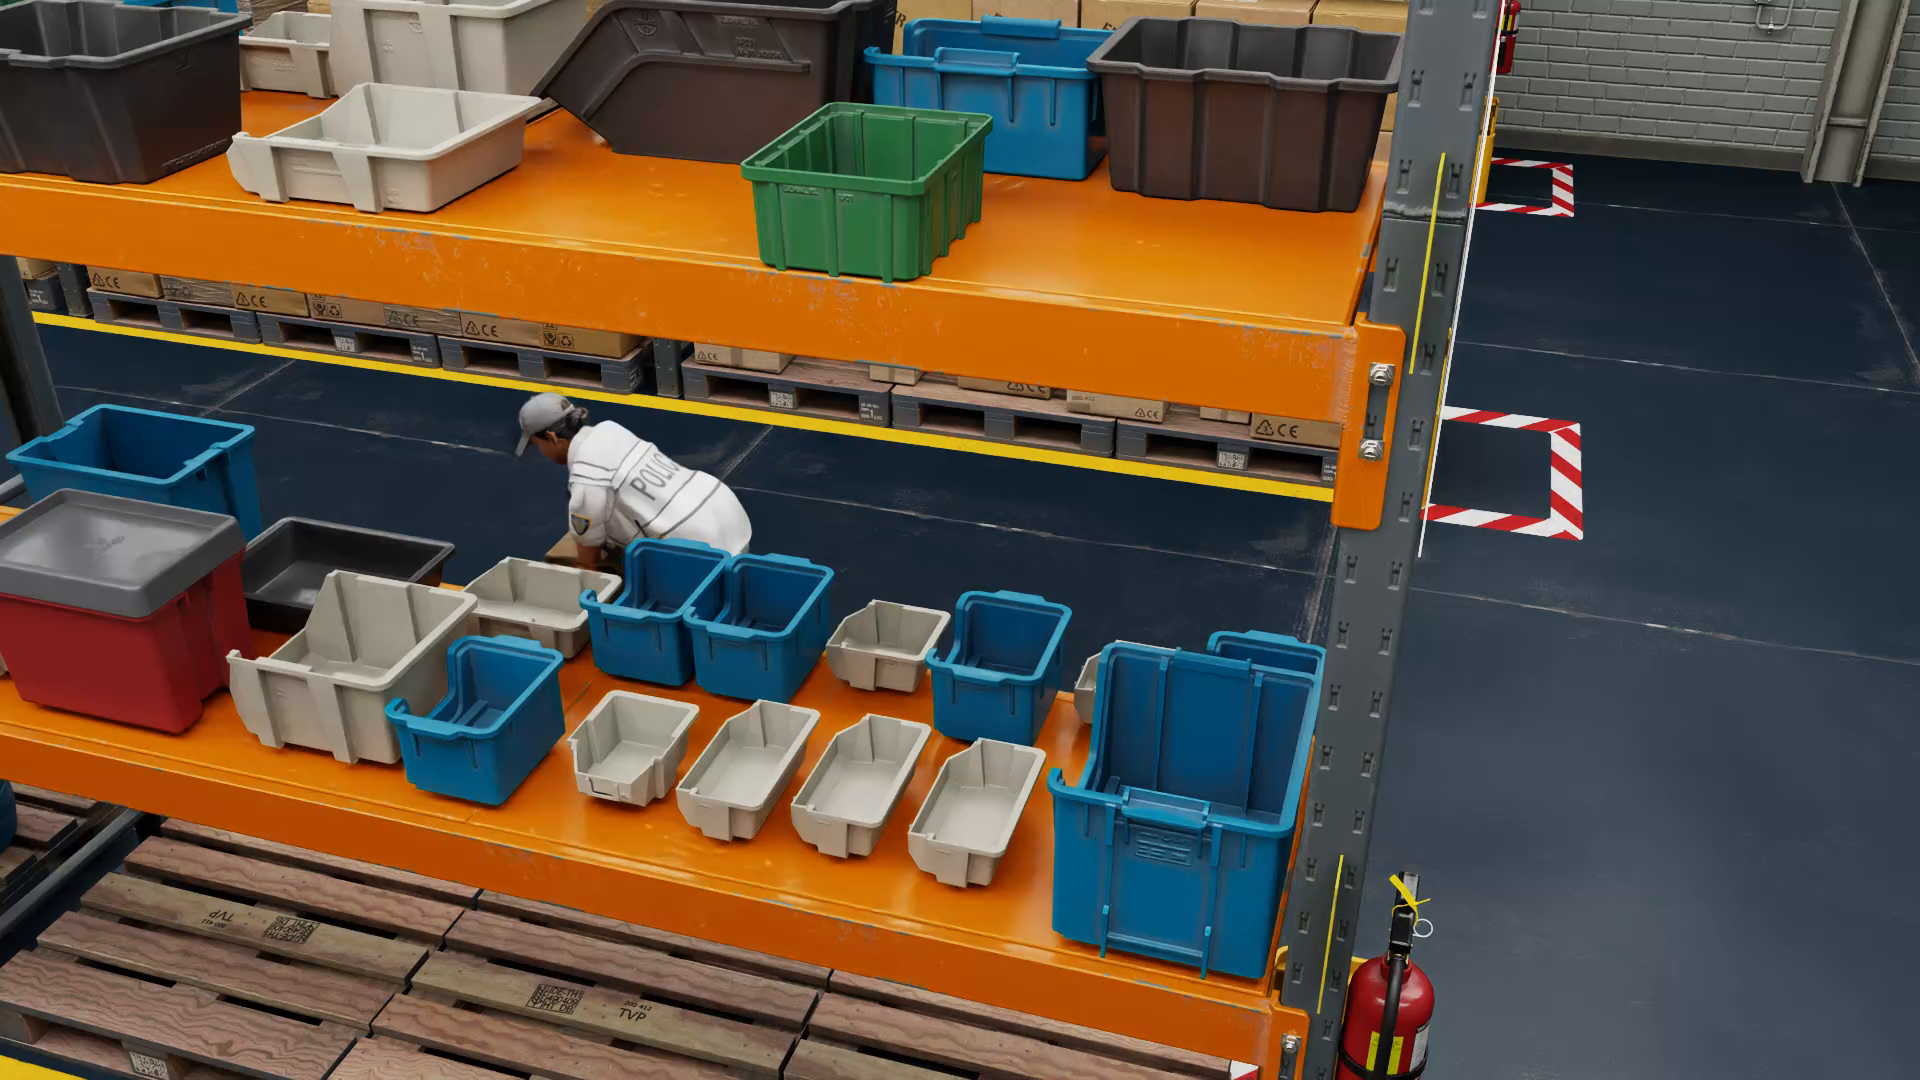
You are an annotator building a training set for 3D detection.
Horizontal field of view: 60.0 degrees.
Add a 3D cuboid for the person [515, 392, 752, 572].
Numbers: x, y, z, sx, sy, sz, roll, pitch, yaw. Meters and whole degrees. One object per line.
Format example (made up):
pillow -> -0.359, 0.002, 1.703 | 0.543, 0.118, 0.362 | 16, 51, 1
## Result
person -> -1.187, 0.126, 6.174 | 0.837, 1.405, 0.461 | 8, 30, 14
